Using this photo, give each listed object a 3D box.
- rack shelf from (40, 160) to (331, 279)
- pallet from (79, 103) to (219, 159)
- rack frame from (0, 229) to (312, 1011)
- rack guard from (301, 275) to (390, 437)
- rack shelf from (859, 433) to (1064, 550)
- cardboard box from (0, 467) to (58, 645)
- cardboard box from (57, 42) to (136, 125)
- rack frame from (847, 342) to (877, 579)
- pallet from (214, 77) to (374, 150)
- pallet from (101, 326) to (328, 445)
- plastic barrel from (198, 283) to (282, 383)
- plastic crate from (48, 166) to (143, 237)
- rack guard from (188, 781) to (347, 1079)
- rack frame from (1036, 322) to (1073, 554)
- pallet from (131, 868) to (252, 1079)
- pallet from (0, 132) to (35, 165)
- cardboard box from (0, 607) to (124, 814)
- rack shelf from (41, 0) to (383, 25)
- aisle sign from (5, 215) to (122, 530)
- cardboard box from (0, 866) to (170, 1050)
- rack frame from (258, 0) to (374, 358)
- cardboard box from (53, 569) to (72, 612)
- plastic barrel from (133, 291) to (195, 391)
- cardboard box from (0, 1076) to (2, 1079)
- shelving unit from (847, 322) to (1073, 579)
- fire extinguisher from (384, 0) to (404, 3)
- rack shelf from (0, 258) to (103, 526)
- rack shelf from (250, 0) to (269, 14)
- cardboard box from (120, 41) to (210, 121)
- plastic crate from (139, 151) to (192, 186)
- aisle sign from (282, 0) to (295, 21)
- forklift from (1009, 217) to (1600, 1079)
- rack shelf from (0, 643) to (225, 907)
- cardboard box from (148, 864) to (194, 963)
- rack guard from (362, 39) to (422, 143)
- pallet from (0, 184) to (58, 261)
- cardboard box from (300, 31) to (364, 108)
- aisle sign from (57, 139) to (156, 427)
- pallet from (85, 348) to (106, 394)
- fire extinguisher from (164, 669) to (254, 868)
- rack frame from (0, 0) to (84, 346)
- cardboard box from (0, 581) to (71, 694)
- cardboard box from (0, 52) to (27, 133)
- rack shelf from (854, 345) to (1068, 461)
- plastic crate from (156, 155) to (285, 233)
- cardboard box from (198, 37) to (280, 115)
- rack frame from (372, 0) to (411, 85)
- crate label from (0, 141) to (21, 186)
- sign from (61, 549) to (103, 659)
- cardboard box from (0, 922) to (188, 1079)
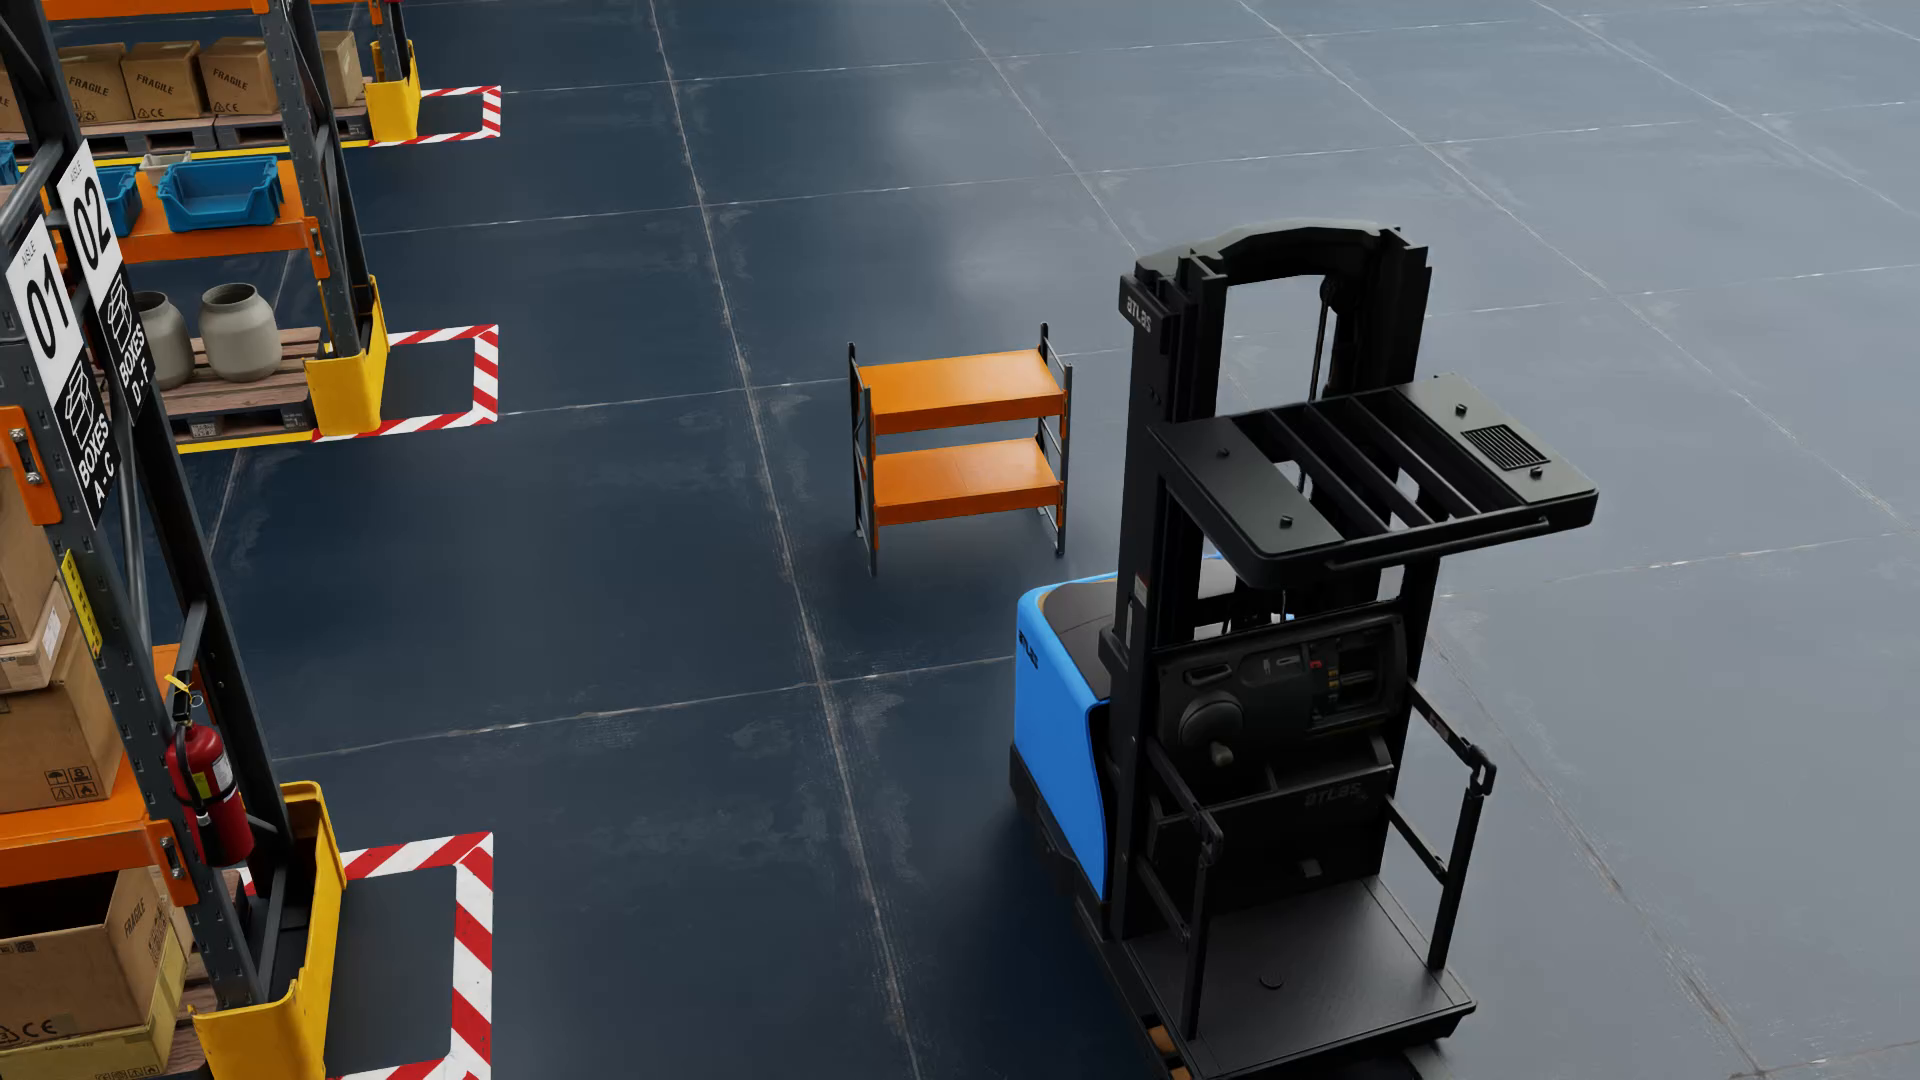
[{"bbox_3d":[-5.655,-1.682,9.433,4.000,0.370,1.077,-7,35,-11],"label":"rack shelf"},{"bbox_3d":[-6.859,-3.522,14.032,1.213,0.211,1.003,-7,35,-11],"label":"pallet"},{"bbox_3d":[-2.615,0.466,5.586,0.127,3.000,1.000,-7,35,-11],"label":"rack frame"},{"bbox_3d":[-3.768,-1.153,10.243,0.348,0.500,1.175,-7,35,-11],"label":"rack guard"},{"bbox_3d":[-0.007,-0.263,8.795,1.000,0.278,0.538,-7,35,-11],"label":"rack shelf"},{"bbox_3d":[-3.125,-0.057,5.112,0.500,0.500,0.700,-7,35,-10],"label":"cardboard box"},{"bbox_3d":[-7.154,-3.784,13.786,0.500,0.500,0.500,-10,35,-15],"label":"cardboard box"},{"bbox_3d":[-0.502,-0.404,8.565,0.032,1.125,0.500,-7,35,-11],"label":"rack frame"},{"bbox_3d":[-5.671,-3.670,14.253,1.213,0.211,1.003,-7,35,-11],"label":"pallet"},{"bbox_3d":[-4.561,-0.936,10.179,1.213,0.211,1.003,-7,35,-11],"label":"pallet"},{"bbox_3d":[-4.329,-1.245,9.992,0.421,0.512,0.421,0,34,0],"label":"plastic barrel"},{"bbox_3d":[-4.761,-1.864,9.192,0.408,0.251,0.499,-7,35,-11],"label":"plastic crate"},{"bbox_3d":[-2.592,1.501,6.287,0.348,0.500,1.175,-7,35,-11],"label":"rack guard"},{"bbox_3d":[0.489,-0.529,8.751,0.032,1.125,0.500,-7,35,-11],"label":"rack frame"},{"bbox_3d":[-3.352,1.741,6.189,1.213,0.211,1.003,-7,35,-11],"label":"pallet"},{"bbox_3d":[-8.051,-3.370,13.806,1.213,0.211,1.003,-7,35,-11],"label":"pallet"},{"bbox_3d":[-3.073,0.475,5.483,0.500,0.500,0.700,-7,35,-11],"label":"cardboard box"},{"bbox_3d":[-6.748,-4.374,13.444,4.000,0.370,1.077,-7,35,-11],"label":"rack shelf"},{"bbox_3d":[-2.486,-0.462,4.636,0.004,0.787,0.394,-7,35,-11],"label":"aisle sign"},{"bbox_3d":[-3.072,1.350,5.687,0.500,0.500,0.500,-7,35,-11],"label":"cardboard box"},{"bbox_3d":[-3.704,-2.226,9.599,0.127,3.000,1.000,-7,35,-11],"label":"rack frame"},{"bbox_3d":[-3.045,0.087,5.480,0.250,0.149,0.380,-7,35,-11],"label":"cardboard box"},{"bbox_3d":[-4.818,-1.183,9.900,0.421,0.512,0.421,0,34,0],"label":"plastic barrel"},{"bbox_3d":[-3.558,1.728,5.796,0.500,0.250,0.500,-7,35,-11],"label":"cardboard box"},{"bbox_3d":[-0.007,-0.466,8.658,1.048,1.125,0.538,-7,35,-11],"label":"shelving unit"},{"bbox_3d":[-4.583,-4.650,13.279,0.183,0.674,0.296,-7,35,-11],"label":"fire extinguisher"},{"bbox_3d":[-4.566,-0.235,4.584,4.000,0.370,1.077,-7,35,-11],"label":"rack shelf"},{"bbox_3d":[-5.655,-2.927,8.597,4.000,0.370,1.077,-7,35,-11],"label":"rack shelf"},{"bbox_3d":[-6.600,-3.828,13.852,0.500,0.500,0.500,-4,34,-6],"label":"cardboard box"},{"bbox_3d":[-4.648,-2.182,9.769,0.250,0.136,0.298,-7,35,-11],"label":"plastic crate"},{"bbox_3d":[-3.568,-3.153,8.647,0.004,0.787,0.394,-7,35,-11],"label":"aisle sign"},{"bbox_3d":[1.172,0.570,5.494,1.130,2.935,3.031,-11,35,-16],"label":"forklift"},{"bbox_3d":[-4.566,1.011,5.420,4.000,0.370,1.077,-7,35,-11],"label":"rack shelf"},{"bbox_3d":[-3.187,1.379,6.317,0.500,0.250,0.500,-7,35,-11],"label":"cardboard box"},{"bbox_3d":[-4.871,-3.871,14.293,0.348,0.500,1.175,-7,35,-11],"label":"rack guard"},{"bbox_3d":[-3.310,-0.670,4.666,1.213,0.211,1.003,-7,35,-11],"label":"pallet"},{"bbox_3d":[-5.410,-3.987,14.089,0.500,0.500,0.500,-1,34,-2],"label":"cardboard box"},{"bbox_3d":[-2.619,-0.788,5.122,0.004,0.787,0.394,-7,35,-11],"label":"aisle sign"},{"bbox_3d":[-5.749,-0.788,9.958,1.213,0.211,1.003,-7,35,-11],"label":"pallet"},{"bbox_3d":[-2.397,0.736,5.253,0.183,0.674,0.296,-7,35,-11],"label":"fire extinguisher"},{"bbox_3d":[-2.615,-2.025,3.914,0.127,3.000,1.000,-7,35,-11],"label":"rack frame"},{"bbox_3d":[-2.946,0.306,5.153,0.250,0.149,0.380,-8,35,-11],"label":"cardboard box"},{"bbox_3d":[-7.742,-3.665,13.609,0.500,0.500,0.500,3,34,5],"label":"cardboard box"},{"bbox_3d":[-0.007,-0.709,8.495,1.000,0.278,0.538,-7,35,-11],"label":"rack shelf"},{"bbox_3d":[-4.126,-1.940,9.306,0.616,0.251,0.499,-7,35,-11],"label":"plastic crate"},{"bbox_3d":[-5.985,-3.895,13.951,0.500,0.500,0.500,1,34,2],"label":"cardboard box"},{"bbox_3d":[-4.797,-4.918,13.610,0.127,3.000,1.000,-7,35,-11],"label":"rack frame"},{"bbox_3d":[-5.440,-1.868,9.032,0.616,0.435,0.502,-7,35,-11],"label":"crate label"},{"bbox_3d":[-2.509,0.184,4.755,0.005,0.325,0.100,-7,35,-11],"label":"sign"},{"bbox_3d":[-3.073,1.660,5.898,0.500,0.250,0.500,-7,35,-11],"label":"cardboard box"}]
